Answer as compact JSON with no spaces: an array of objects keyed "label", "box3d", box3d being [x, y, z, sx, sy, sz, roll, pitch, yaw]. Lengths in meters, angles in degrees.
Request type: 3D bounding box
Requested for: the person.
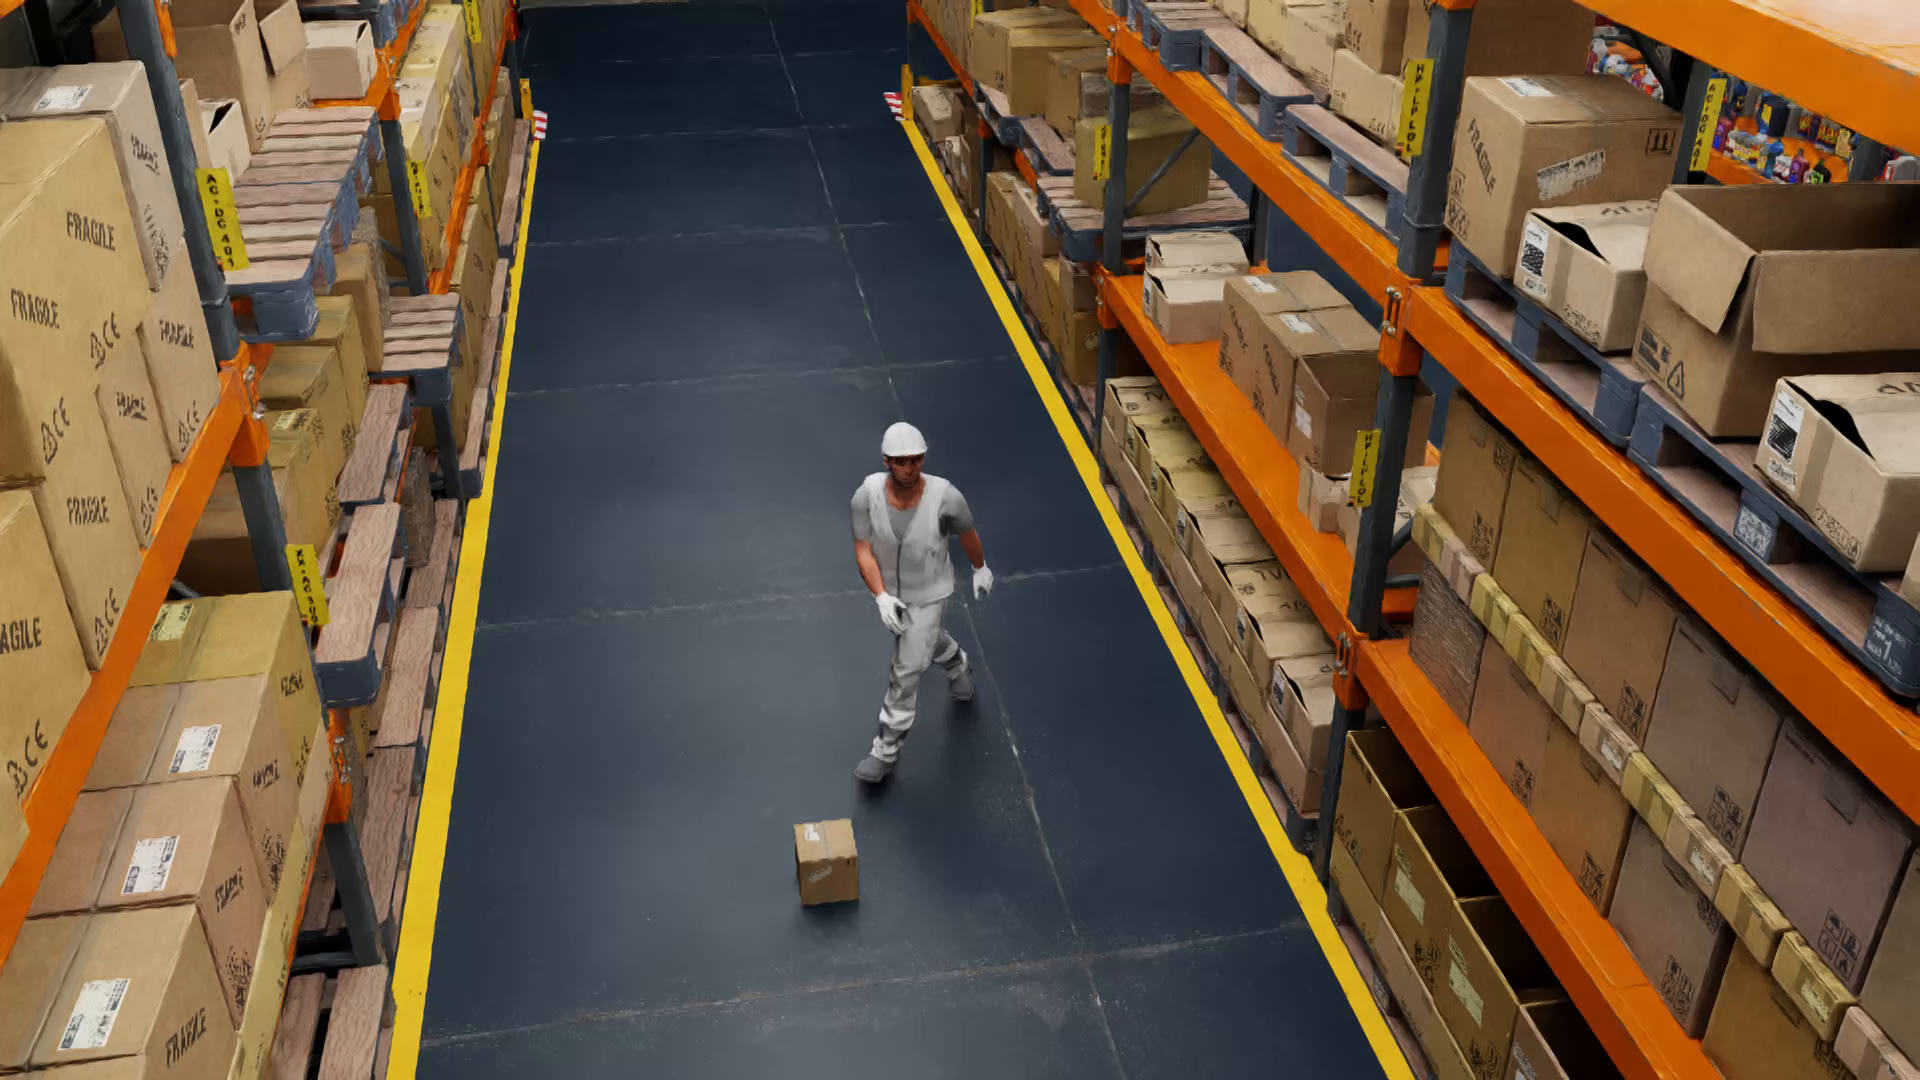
[{"label":"person","box3d":[-0.204,0.231,7.756,0.547,1.739,1.069,12,32,19]}]
